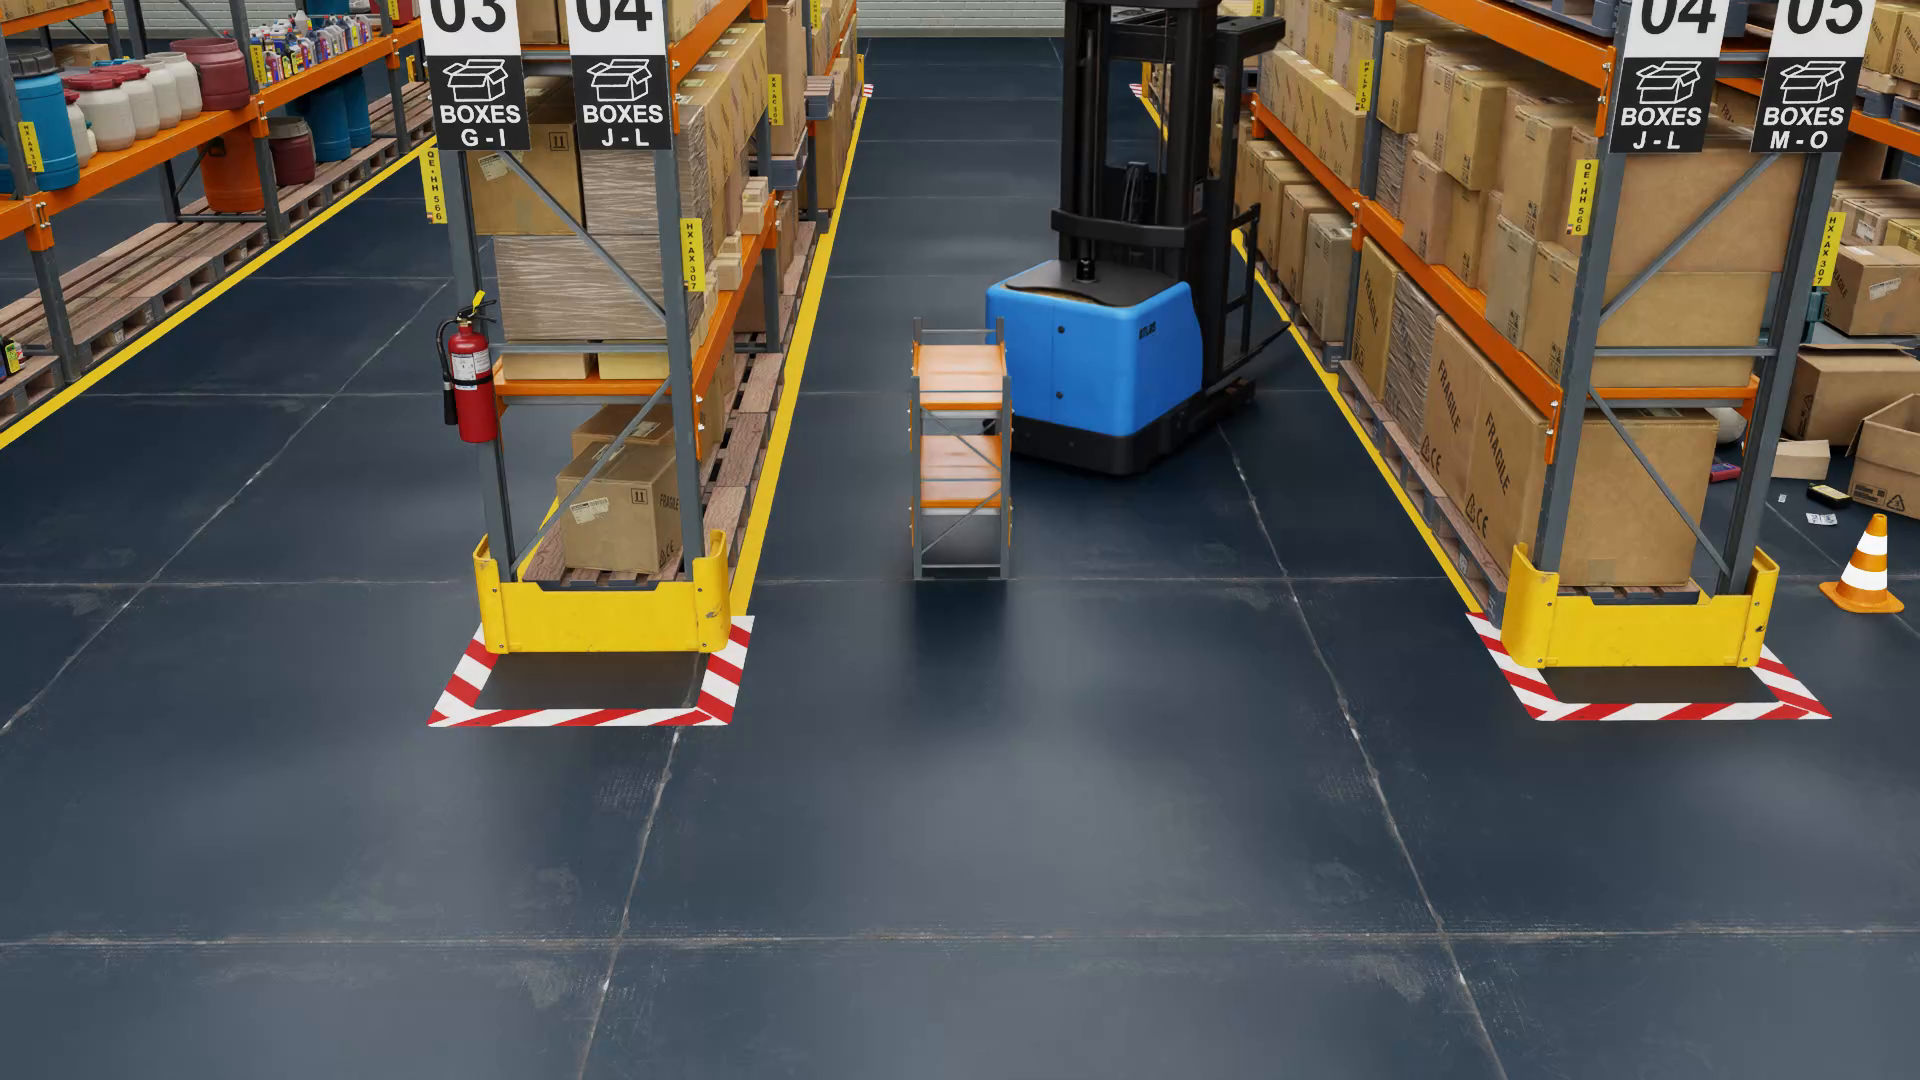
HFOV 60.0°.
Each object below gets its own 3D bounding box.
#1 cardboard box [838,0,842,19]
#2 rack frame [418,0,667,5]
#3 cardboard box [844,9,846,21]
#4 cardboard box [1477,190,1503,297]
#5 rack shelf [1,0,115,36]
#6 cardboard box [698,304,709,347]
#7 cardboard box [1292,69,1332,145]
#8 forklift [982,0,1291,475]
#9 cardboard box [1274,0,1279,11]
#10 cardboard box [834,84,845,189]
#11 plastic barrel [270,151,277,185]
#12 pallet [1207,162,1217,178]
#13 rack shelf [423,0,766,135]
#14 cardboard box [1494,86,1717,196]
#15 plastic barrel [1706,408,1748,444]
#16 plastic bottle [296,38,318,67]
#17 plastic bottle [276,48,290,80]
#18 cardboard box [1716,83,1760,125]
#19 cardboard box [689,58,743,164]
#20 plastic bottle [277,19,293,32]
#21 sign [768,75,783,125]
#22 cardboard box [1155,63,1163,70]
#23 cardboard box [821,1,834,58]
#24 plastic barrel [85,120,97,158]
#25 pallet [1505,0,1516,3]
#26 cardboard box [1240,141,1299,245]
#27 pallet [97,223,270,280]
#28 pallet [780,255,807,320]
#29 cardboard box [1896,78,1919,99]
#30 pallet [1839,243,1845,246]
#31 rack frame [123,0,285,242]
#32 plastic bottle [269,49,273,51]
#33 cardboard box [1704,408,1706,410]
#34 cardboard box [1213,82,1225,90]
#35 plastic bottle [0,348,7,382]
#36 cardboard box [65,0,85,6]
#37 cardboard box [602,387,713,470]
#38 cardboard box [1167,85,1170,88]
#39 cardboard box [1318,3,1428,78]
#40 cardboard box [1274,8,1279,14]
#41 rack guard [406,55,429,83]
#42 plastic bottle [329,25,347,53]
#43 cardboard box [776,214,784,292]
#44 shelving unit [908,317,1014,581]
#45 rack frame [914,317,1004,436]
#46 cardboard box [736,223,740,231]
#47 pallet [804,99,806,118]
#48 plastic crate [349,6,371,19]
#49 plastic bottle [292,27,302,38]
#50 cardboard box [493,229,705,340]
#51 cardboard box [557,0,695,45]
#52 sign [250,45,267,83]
[{"bbox_3d":[-1.598,-6.067,18.845,0.500,0.250,0.500,-1,24,-2],"label":"cardboard box"},{"bbox_3d":[-1.724,-3.594,6.276,1.000,3.000,0.127,0,24,-1],"label":"rack frame"},{"bbox_3d":[-1.537,-6.139,19.489,0.380,0.149,0.250,-1,24,-2],"label":"cardboard box"},{"bbox_3d":[3.279,-1.520,8.788,0.875,0.550,0.550,0,24,-1],"label":"cardboard box"},{"bbox_3d":[-11.783,-6.258,20.320,1.077,0.370,4.000,0,24,-1],"label":"rack shelf"},{"bbox_3d":[-1.460,-1.070,8.282,0.380,0.149,0.250,0,24,-1],"label":"cardboard box"},{"bbox_3d":[2.901,-3.374,12.949,0.500,0.500,0.500,-1,24,-1],"label":"cardboard box"},{"bbox_3d":[1.353,-2.285,10.746,1.130,2.935,3.031,15,28,29],"label":"forklift"},{"bbox_3d":[3.323,-5.321,16.448,0.380,0.149,0.250,-1,24,-1],"label":"cardboard box"},{"bbox_3d":[-1.800,-4.032,16.593,1.225,0.875,0.875,0,24,0],"label":"cardboard box"},{"bbox_3d":[-6.882,-3.626,16.137,0.421,0.512,0.421,0,24,0],"label":"plastic barrel"},{"bbox_3d":[3.132,-3.690,17.153,1.003,0.211,1.213,0,24,-1],"label":"pallet"},{"bbox_3d":[-1.746,-2.723,8.864,1.077,0.370,4.000,0,24,-1],"label":"rack shelf"},{"bbox_3d":[3.303,-2.012,8.566,0.875,0.550,0.550,0,24,-1],"label":"cardboard box"},{"bbox_3d":[4.739,-0.855,10.626,0.512,0.421,0.421,19,30,35],"label":"plastic barrel"},{"bbox_3d":[-6.461,-4.829,16.438,0.152,0.276,0.135,0,24,-1],"label":"plastic bottle"},{"bbox_3d":[-6.407,-4.507,15.717,0.061,0.283,0.133,0,24,-1],"label":"plastic bottle"},{"bbox_3d":[8.168,-4.077,16.693,0.875,0.875,0.875,0,24,0],"label":"cardboard box"},{"bbox_3d":[-1.475,-2.343,9.094,0.500,0.500,0.500,0,24,-1],"label":"cardboard box"},{"bbox_3d":[-7.180,-5.383,17.663,0.152,0.276,0.135,0,24,-1],"label":"plastic bottle"},{"bbox_3d":[-1.225,-2.909,10.990,0.100,0.325,0.005,0,24,-1],"label":"sign"},{"bbox_3d":[2.726,-6.162,21.463,0.380,0.149,0.250,0,24,-1],"label":"cardboard box"},{"bbox_3d":[-1.566,-5.240,17.074,0.500,0.500,0.500,-1,24,-1],"label":"cardboard box"},{"bbox_3d":[-6.582,-2.969,12.343,0.301,0.262,0.301,0,24,0],"label":"plastic barrel"},{"bbox_3d":[3.202,-2.977,8.659,1.003,0.211,1.213,0,24,-1],"label":"pallet"},{"bbox_3d":[3.066,-3.052,14.579,1.050,0.750,0.750,-1,24,-1],"label":"cardboard box"},{"bbox_3d":[-6.795,-2.545,14.620,1.003,0.211,1.213,0,24,-1],"label":"pallet"},{"bbox_3d":[-1.794,-2.063,13.555,1.003,0.211,1.213,0,24,-1],"label":"pallet"},{"bbox_3d":[7.905,-3.701,13.589,0.380,0.149,0.250,1,24,3],"label":"cardboard box"},{"bbox_3d":[8.105,-2.609,14.762,1.003,0.211,1.213,0,24,-1],"label":"pallet"},{"bbox_3d":[-6.764,-4.134,14.751,1.000,3.000,0.127,0,24,-1],"label":"rack frame"},{"bbox_3d":[-6.486,-4.494,15.702,0.097,0.271,0.097,0,24,0],"label":"plastic bottle"},{"bbox_3d":[4.236,-0.716,10.224,0.500,0.500,0.500,4,25,9],"label":"cardboard box"},{"bbox_3d":[2.858,-4.655,17.515,0.500,0.250,0.500,0,24,1],"label":"cardboard box"},{"bbox_3d":[-6.425,-1.216,10.978,0.144,0.351,0.185,-1,24,-2],"label":"plastic bottle"},{"bbox_3d":[-11.518,-7.059,21.096,0.500,0.500,0.500,0,24,0],"label":"cardboard box"},{"bbox_3d":[-1.743,-0.674,9.624,0.500,0.500,0.500,2,24,4],"label":"cardboard box"},{"bbox_3d":[2.833,-5.689,21.138,0.380,0.149,0.250,0,24,0],"label":"cardboard box"},{"bbox_3d":[3.165,-3.823,12.728,0.700,0.500,0.500,0,24,-1],"label":"cardboard box"},{"bbox_3d":[3.322,-5.192,16.523,0.380,0.149,0.250,1,24,1],"label":"cardboard box"},{"bbox_3d":[-6.865,-6.302,22.577,1.175,0.500,0.348,0,24,-1],"label":"rack guard"},{"bbox_3d":[-6.471,-5.207,17.273,0.152,0.276,0.135,0,24,-1],"label":"plastic bottle"},{"bbox_3d":[-1.746,-2.250,13.085,0.700,0.500,0.500,-2,24,-5],"label":"cardboard box"},{"bbox_3d":[0.000,-0.515,9.024,0.538,1.125,1.048,0,24,-1],"label":"shelving unit"},{"bbox_3d":[-0.006,-0.725,9.488,0.500,1.125,0.032,0,24,-1],"label":"rack frame"},{"bbox_3d":[-1.508,-1.791,9.876,0.380,0.149,0.250,0,24,-1],"label":"cardboard box"},{"bbox_3d":[-1.749,-3.254,13.037,1.003,0.211,1.213,0,24,-1],"label":"pallet"},{"bbox_3d":[-7.089,-6.145,19.457,0.437,0.125,0.590,0,24,-1],"label":"plastic crate"},{"bbox_3d":[-7.055,-5.357,17.696,0.097,0.201,0.097,0,24,0],"label":"plastic bottle"},{"bbox_3d":[-1.703,-1.268,7.931,0.875,0.500,0.500,0,24,-1],"label":"cardboard box"},{"bbox_3d":[-1.471,-2.358,7.366,0.500,0.250,0.500,0,24,1],"label":"cardboard box"},{"bbox_3d":[-6.214,-4.214,14.730,0.100,0.325,0.005,0,24,-1],"label":"sign"}]
